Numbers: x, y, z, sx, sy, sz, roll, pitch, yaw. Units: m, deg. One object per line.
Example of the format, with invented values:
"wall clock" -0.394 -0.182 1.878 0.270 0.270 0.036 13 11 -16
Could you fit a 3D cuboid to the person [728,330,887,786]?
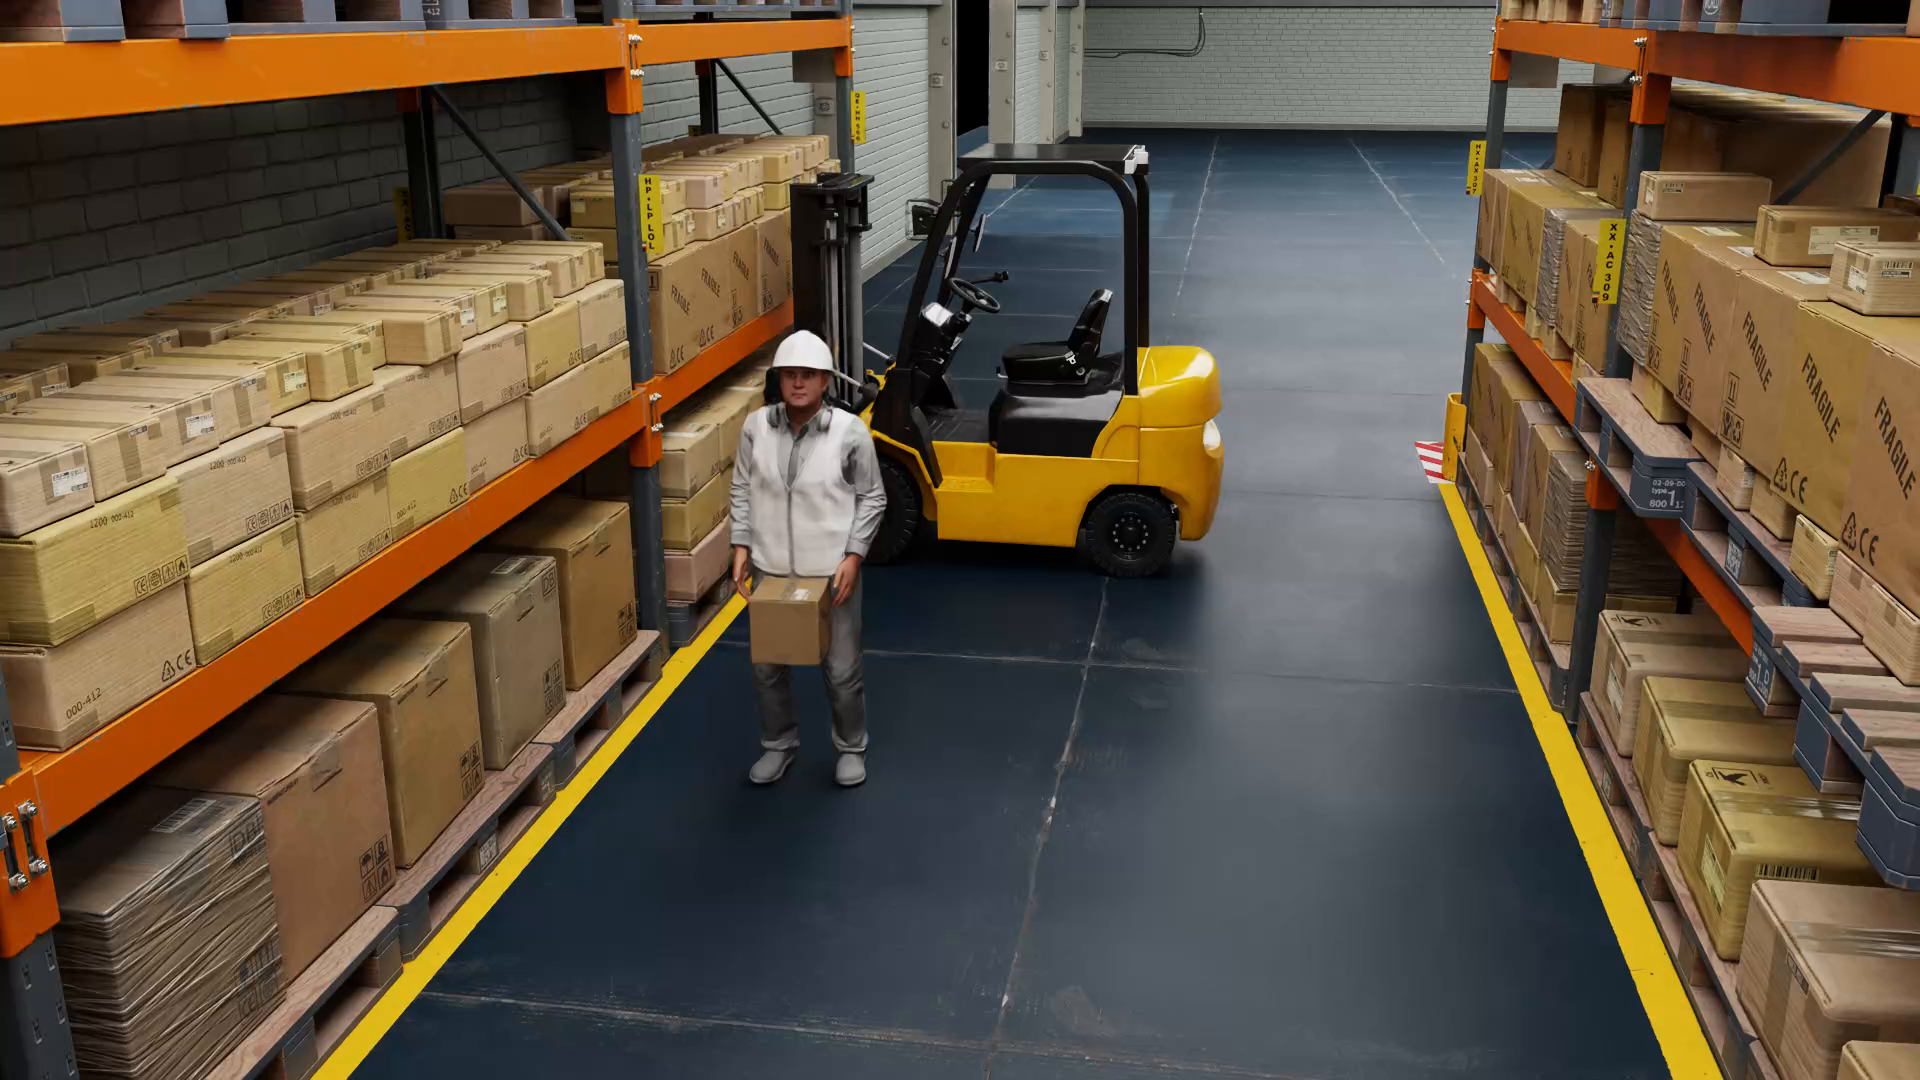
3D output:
"person" -0.575 0.088 6.252 0.608 1.762 0.435 3 18 10
